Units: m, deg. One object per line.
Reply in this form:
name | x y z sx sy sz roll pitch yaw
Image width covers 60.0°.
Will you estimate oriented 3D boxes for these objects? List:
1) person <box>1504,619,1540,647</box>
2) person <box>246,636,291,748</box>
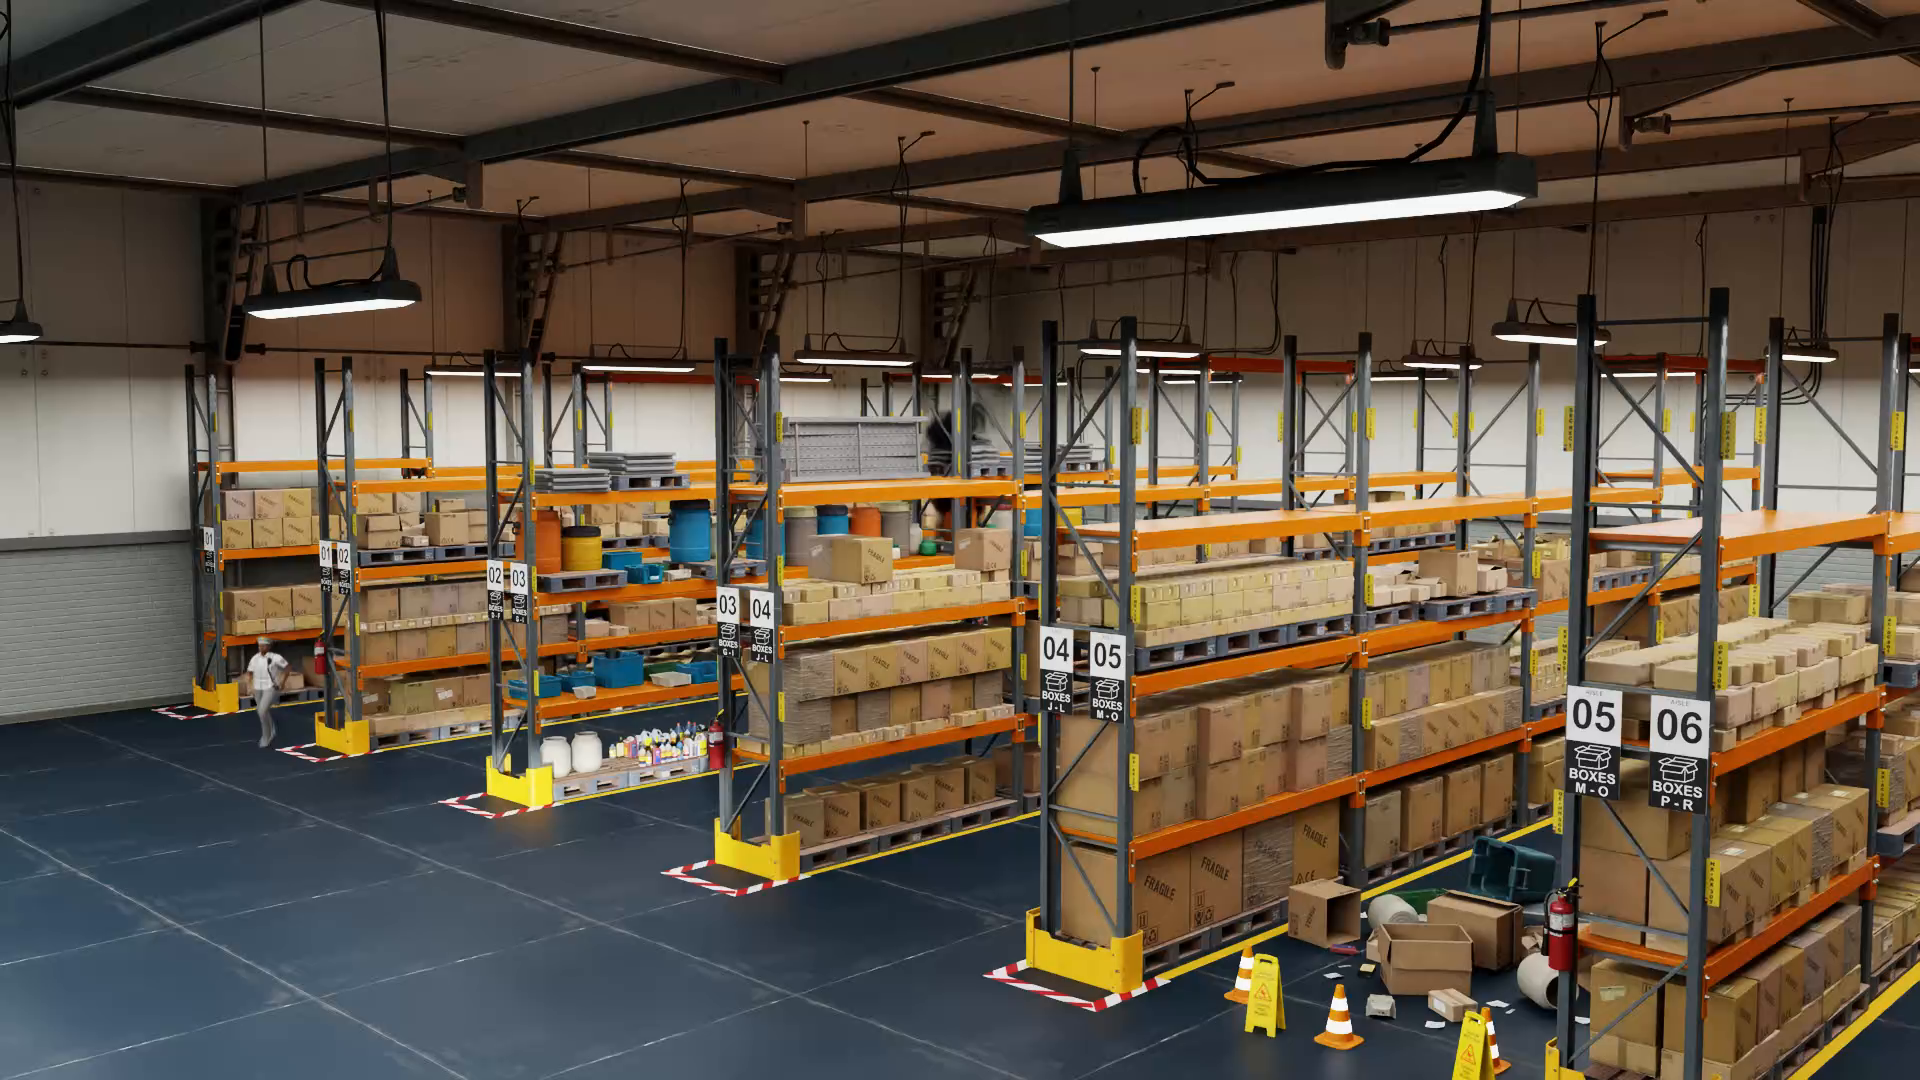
person | 9.940 2.107 29.441 0.632 1.603 0.537 1 4 10
person | -10.780 2.354 25.812 0.590 1.740 0.697 1 4 11
